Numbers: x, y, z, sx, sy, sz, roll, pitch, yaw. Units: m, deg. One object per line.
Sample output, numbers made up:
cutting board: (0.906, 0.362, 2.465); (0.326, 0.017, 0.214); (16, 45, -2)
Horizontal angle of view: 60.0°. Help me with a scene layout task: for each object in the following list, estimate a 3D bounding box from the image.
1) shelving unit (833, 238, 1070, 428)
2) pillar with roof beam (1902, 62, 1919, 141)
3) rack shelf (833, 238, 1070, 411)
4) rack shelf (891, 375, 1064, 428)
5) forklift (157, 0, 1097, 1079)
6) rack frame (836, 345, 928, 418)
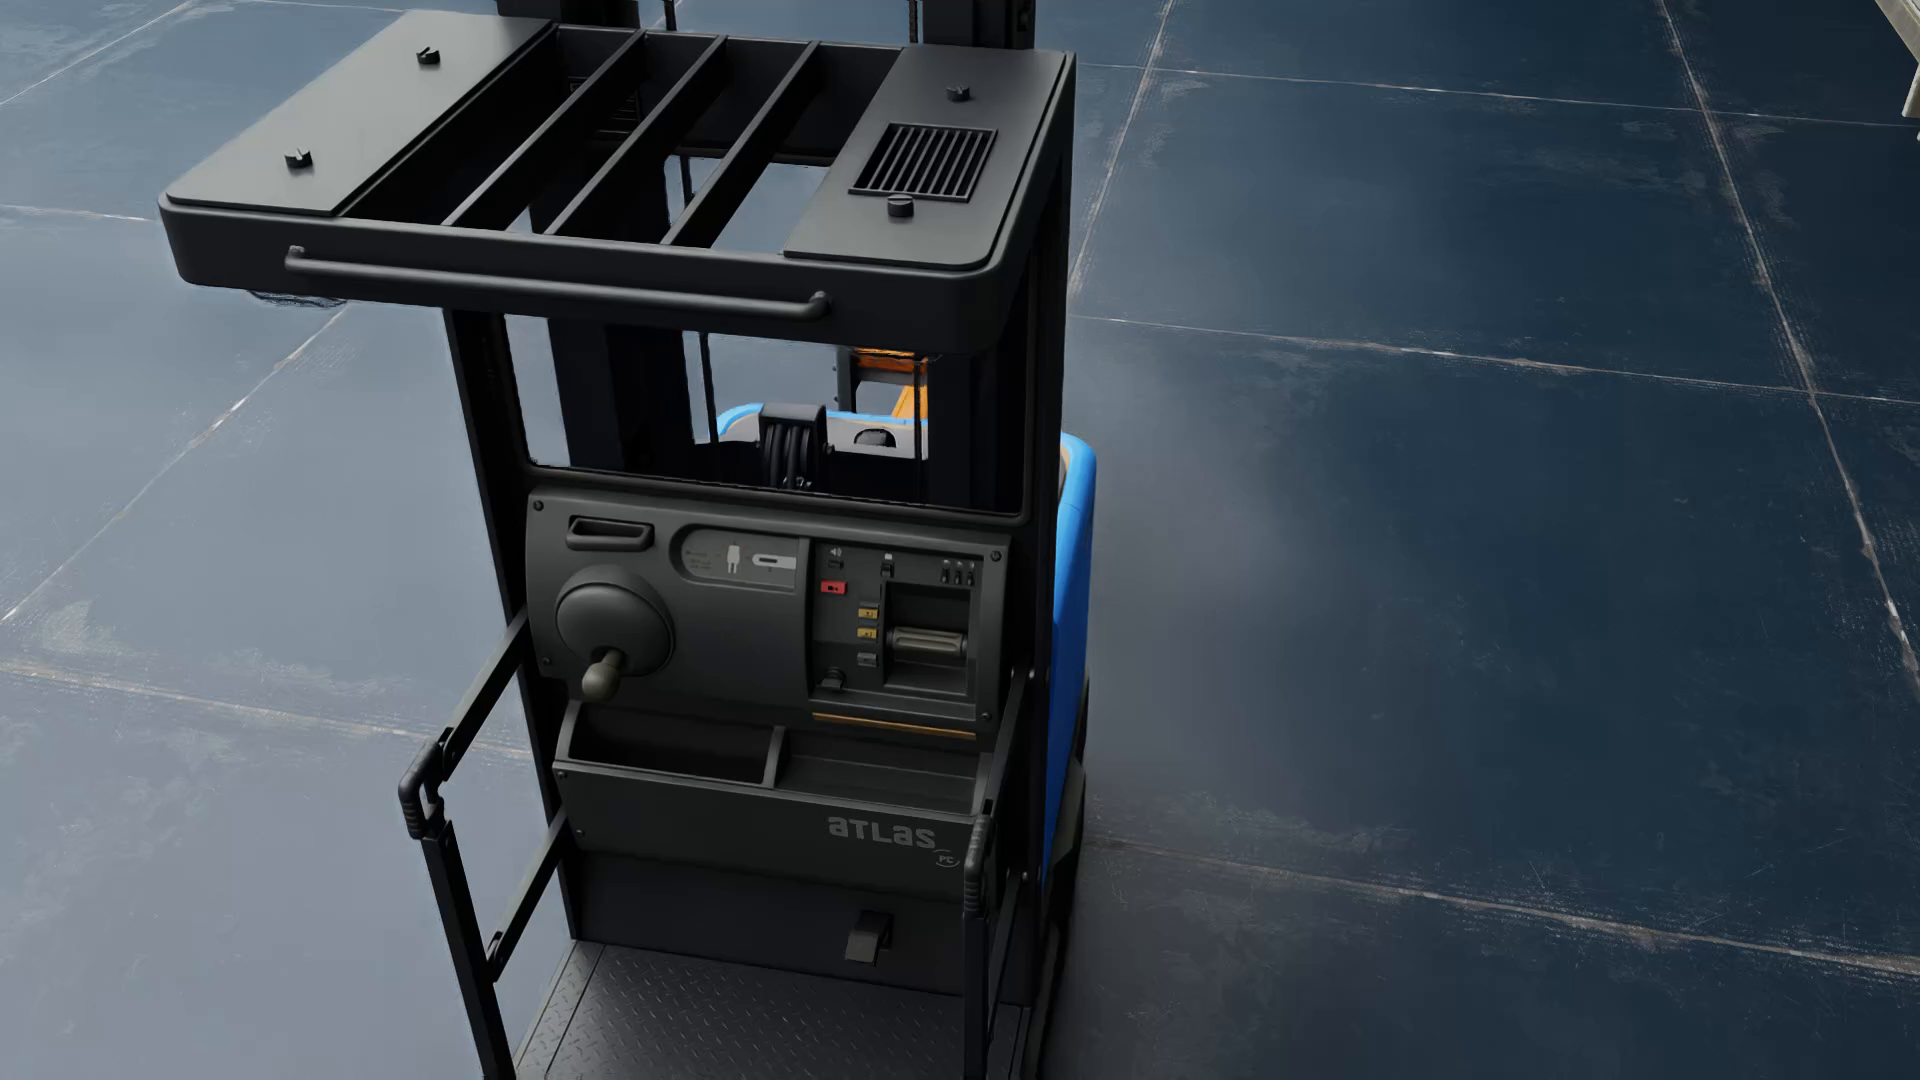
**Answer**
shelving unit: (-0.001, -0.452, 5.415); (0.538, 1.125, 1.048); (7, 37, 10)
pillar with roof beam: (0.947, -6.339, 6.828); (9.100, 9.000, 0.400); (7, 37, 10)
rack shelf: (-0.001, -0.689, 5.243); (0.538, 0.278, 1.000); (7, 37, 10)
rack shelf: (-0.001, -0.254, 5.558); (0.538, 0.278, 1.000); (7, 37, 10)
forklift: (-0.410, 0.204, 2.971); (1.130, 2.935, 3.031); (6, 36, 9)
rack frame: (-0.110, -0.160, 5.012); (0.500, 1.125, 0.032); (7, 37, 10)
